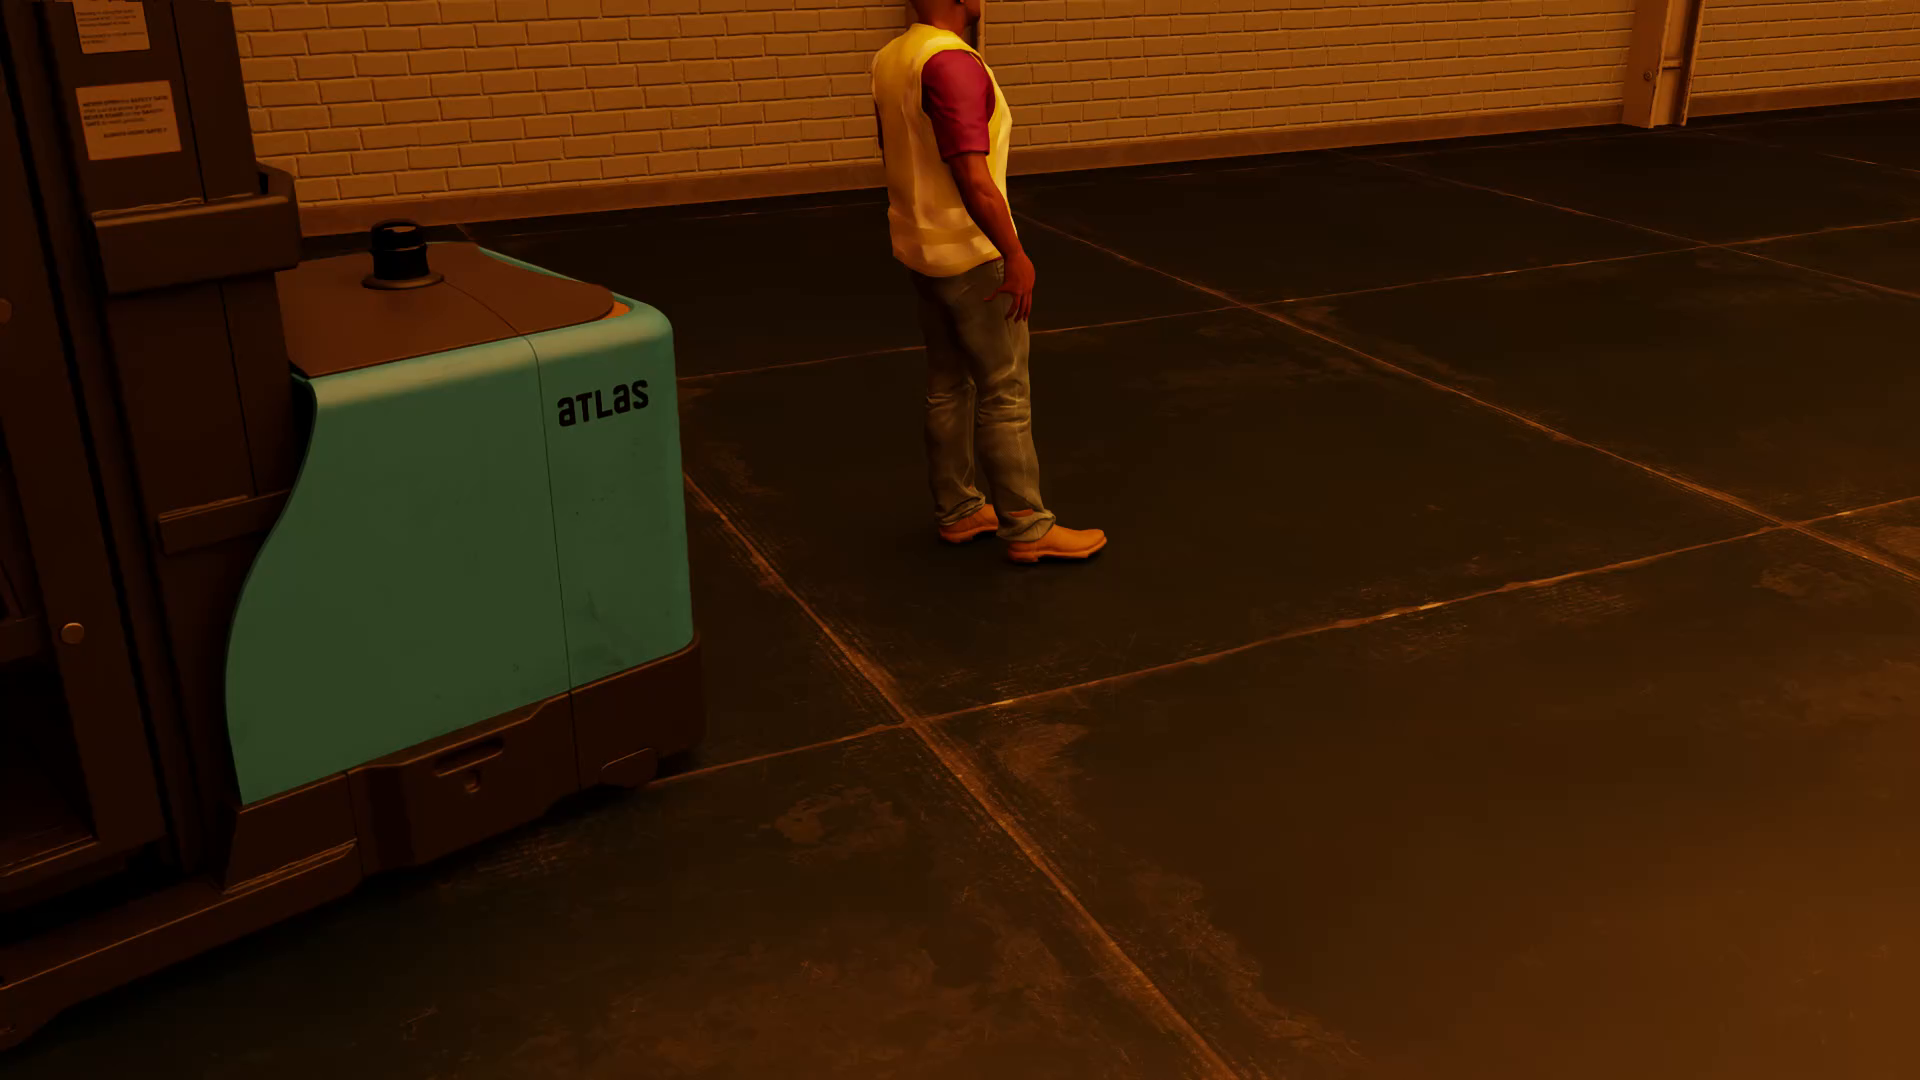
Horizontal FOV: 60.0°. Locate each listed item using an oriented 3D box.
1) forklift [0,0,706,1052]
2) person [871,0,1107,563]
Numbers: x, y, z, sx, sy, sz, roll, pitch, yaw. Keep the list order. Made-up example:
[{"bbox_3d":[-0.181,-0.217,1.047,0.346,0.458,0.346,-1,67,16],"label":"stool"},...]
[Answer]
[{"bbox_3d":[-2.017,-0.597,2.724,3.031,2.935,1.130,-19,29,-38],"label":"forklift"},{"bbox_3d":[0.066,-0.832,4.789,0.575,1.768,0.666,-10,25,-23],"label":"person"}]
